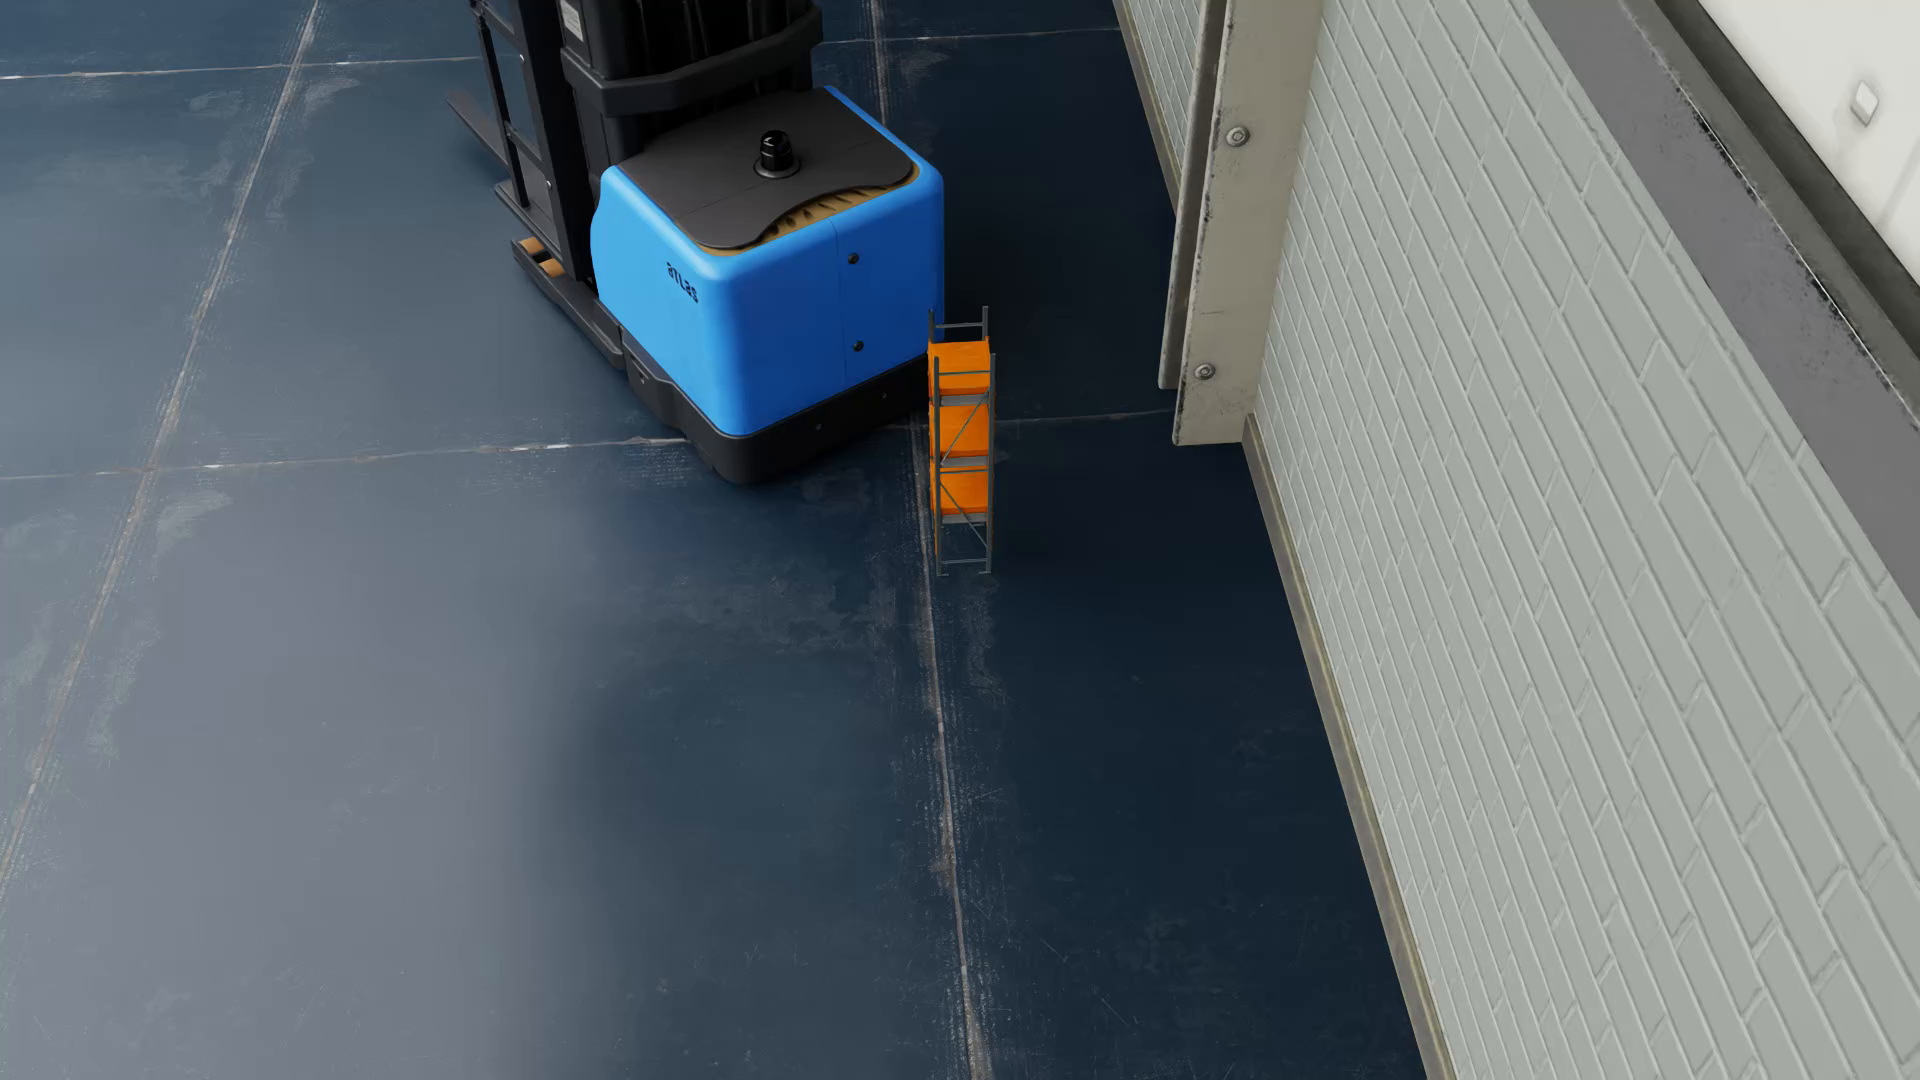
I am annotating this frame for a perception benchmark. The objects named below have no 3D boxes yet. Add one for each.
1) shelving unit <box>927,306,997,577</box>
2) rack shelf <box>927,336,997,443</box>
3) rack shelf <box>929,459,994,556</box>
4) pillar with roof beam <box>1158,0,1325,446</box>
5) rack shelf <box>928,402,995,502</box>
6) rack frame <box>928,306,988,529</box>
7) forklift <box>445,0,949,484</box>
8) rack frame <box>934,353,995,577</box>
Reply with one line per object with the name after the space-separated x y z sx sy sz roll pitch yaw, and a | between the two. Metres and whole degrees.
0.004 -0.322 5.832 0.215 1.050 0.252 -3 47 -3 | shelving unit
0.004 -0.510 5.634 0.215 0.259 0.240 -3 47 -3 | rack shelf
0.004 -0.124 6.042 0.215 0.259 0.240 -3 47 -3 | rack shelf
-3.302 -3.361 3.235 9.100 9.000 0.400 -3 47 -3 | pillar with roof beam
0.004 -0.315 5.840 0.215 0.259 0.240 -3 47 -3 | rack shelf
-0.006 -0.411 5.916 0.200 1.050 0.008 -3 47 -3 | rack frame
-1.314 -2.253 6.365 1.130 2.935 3.031 -28 53 -24 | forklift
0.015 -0.234 5.749 0.200 1.050 0.008 -3 47 -3 | rack frame
